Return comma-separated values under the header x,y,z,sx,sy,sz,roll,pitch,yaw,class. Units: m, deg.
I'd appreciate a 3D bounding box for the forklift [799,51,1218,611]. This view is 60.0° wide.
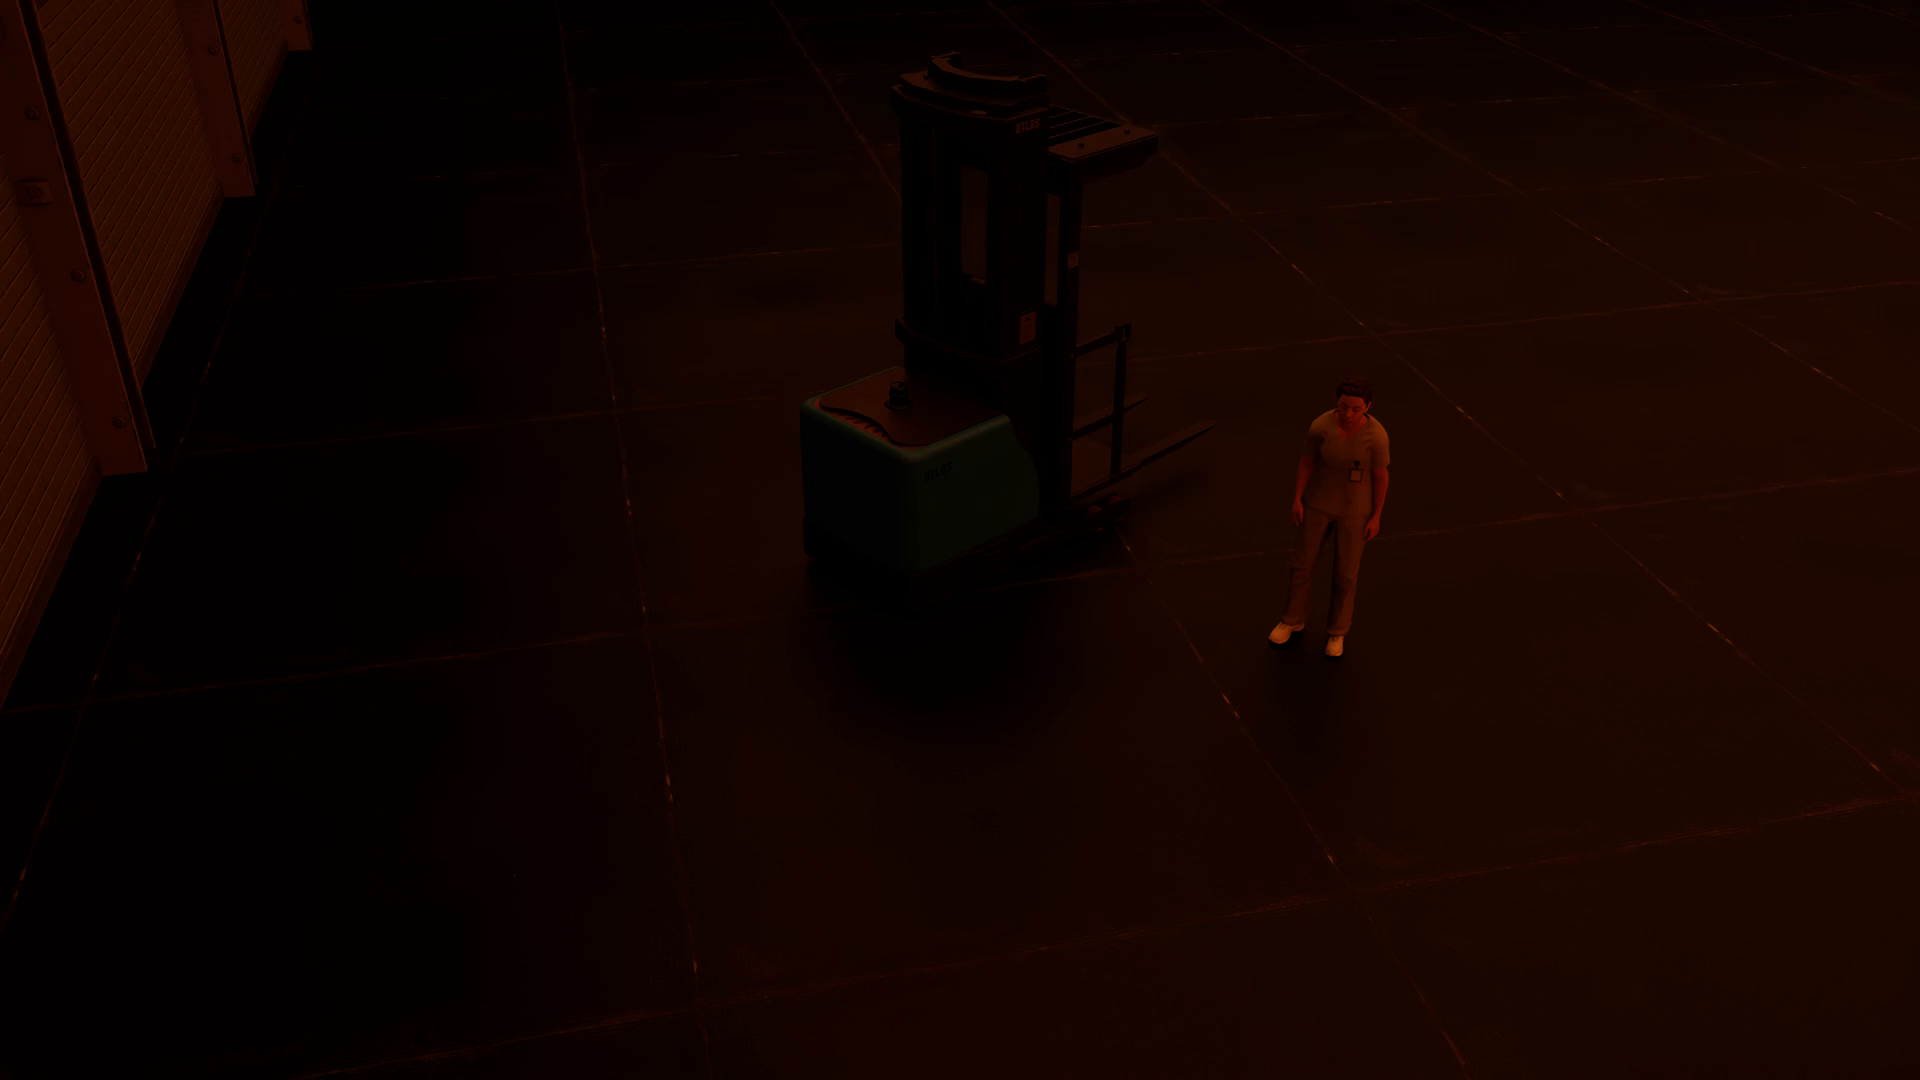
x,y,z,sx,sy,sz,roll,pitch,yaw,class
0.453,-1.485,10.140,3.031,2.935,1.130,-26,39,-37,forklift

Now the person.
x,y,z,sx,sy,sz,roll,pitch,yaw,class
2.051,-0.155,9.100,0.516,1.671,0.359,13,32,21,person
